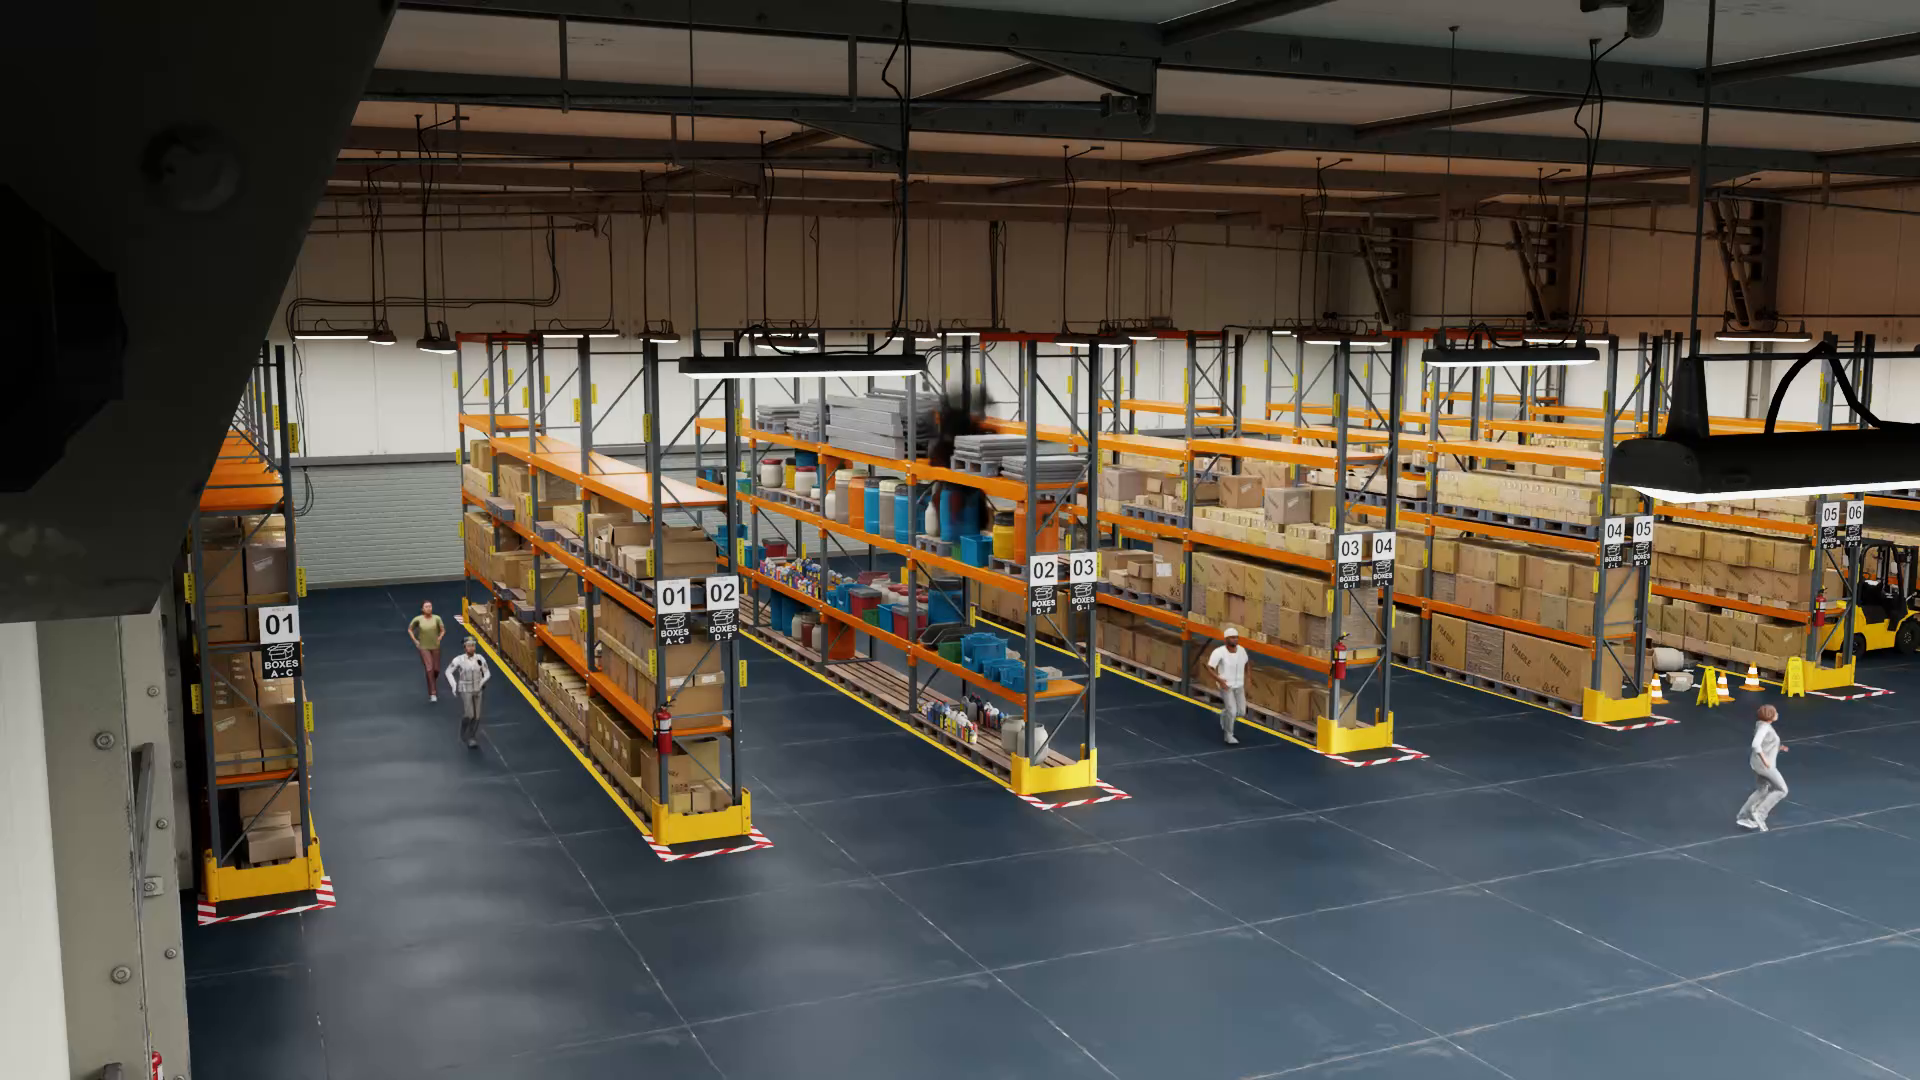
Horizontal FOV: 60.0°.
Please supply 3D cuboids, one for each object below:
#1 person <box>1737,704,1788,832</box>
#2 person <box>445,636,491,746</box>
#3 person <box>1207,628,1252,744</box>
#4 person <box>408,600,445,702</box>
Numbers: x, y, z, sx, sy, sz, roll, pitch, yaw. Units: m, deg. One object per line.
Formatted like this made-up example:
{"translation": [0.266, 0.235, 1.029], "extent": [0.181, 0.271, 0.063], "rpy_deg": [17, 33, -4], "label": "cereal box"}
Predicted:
{"translation": [9.889, 2.793, 20.459], "extent": [0.557, 1.577, 0.593], "rpy_deg": [2, 8, 14], "label": "person"}
{"translation": [-7.159, 2.228, 24.372], "extent": [0.599, 1.657, 0.560], "rpy_deg": [-5, 9, -33], "label": "person"}
{"translation": [3.998, 2.147, 24.772], "extent": [0.747, 1.722, 0.616], "rpy_deg": [-4, 9, -25], "label": "person"}
{"translation": [-8.825, 1.806, 27.582], "extent": [0.587, 1.658, 0.752], "rpy_deg": [-4, 9, -29], "label": "person"}
